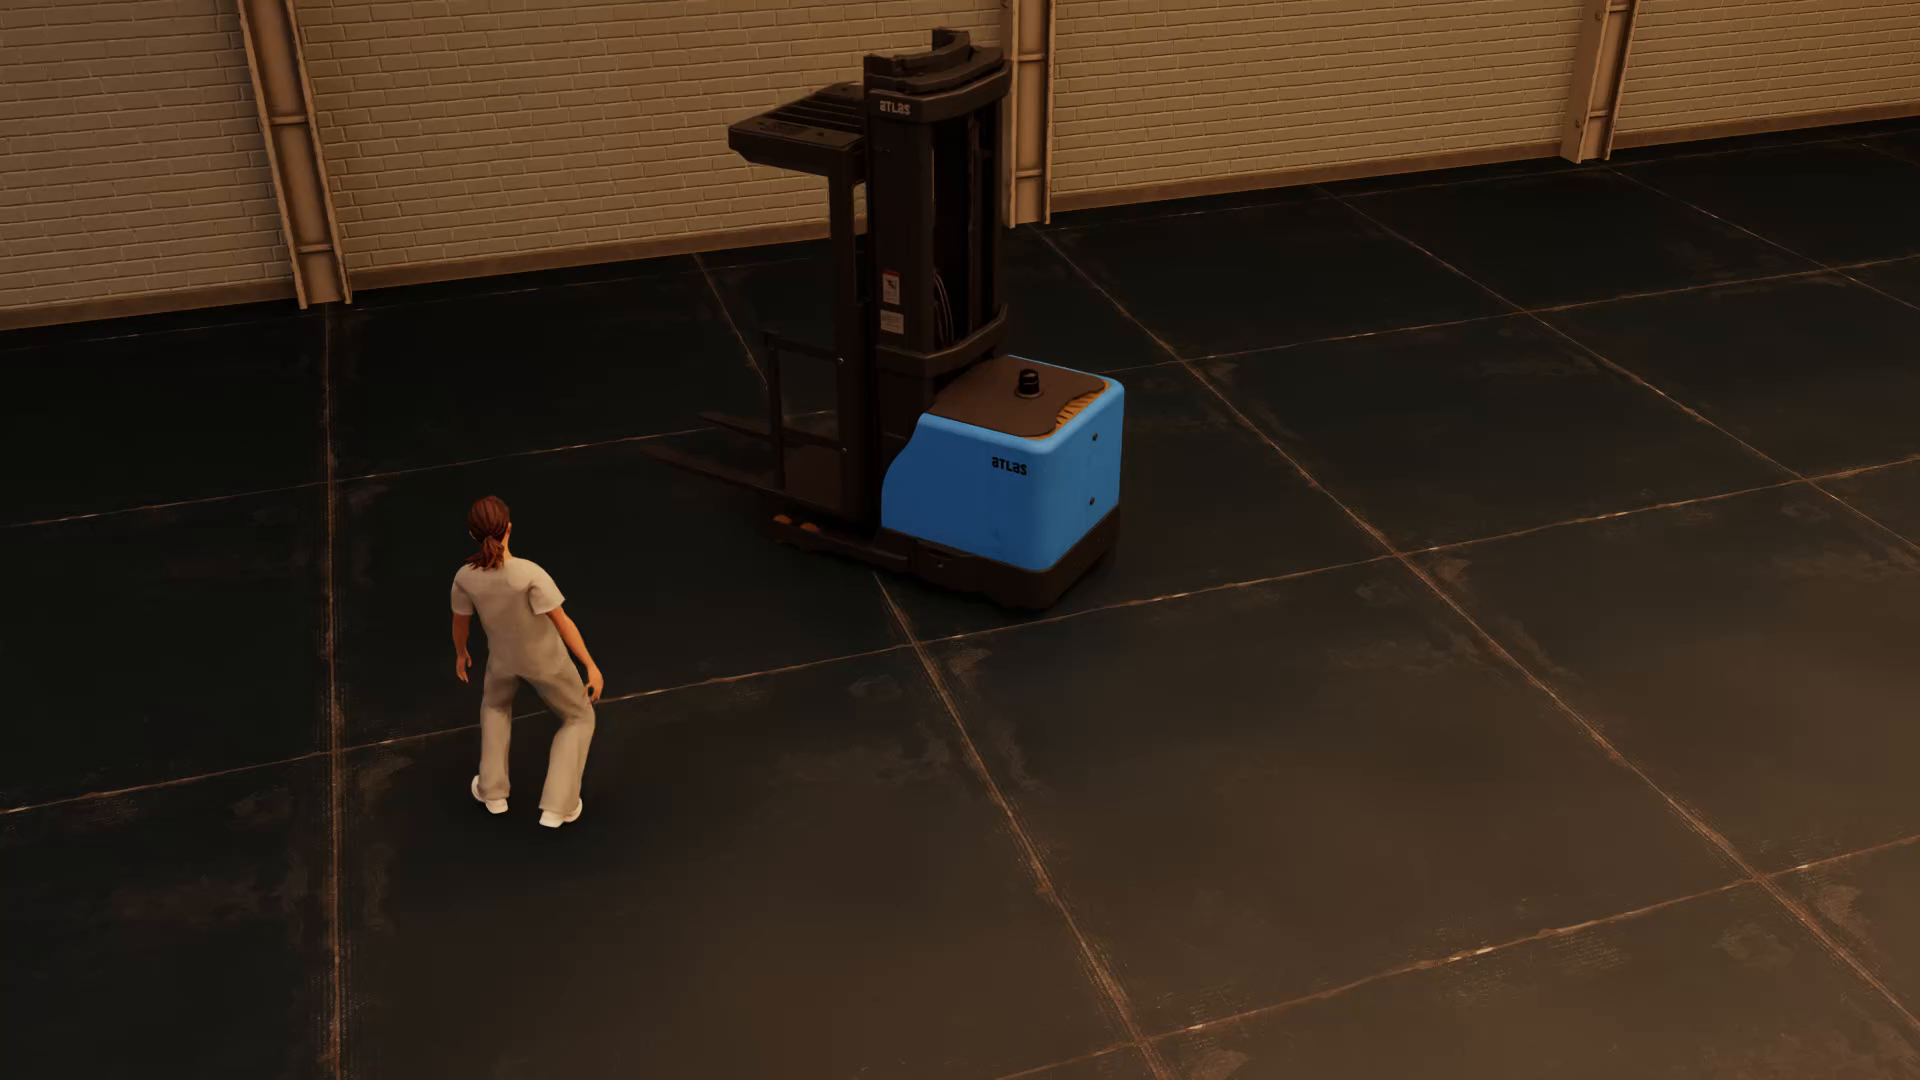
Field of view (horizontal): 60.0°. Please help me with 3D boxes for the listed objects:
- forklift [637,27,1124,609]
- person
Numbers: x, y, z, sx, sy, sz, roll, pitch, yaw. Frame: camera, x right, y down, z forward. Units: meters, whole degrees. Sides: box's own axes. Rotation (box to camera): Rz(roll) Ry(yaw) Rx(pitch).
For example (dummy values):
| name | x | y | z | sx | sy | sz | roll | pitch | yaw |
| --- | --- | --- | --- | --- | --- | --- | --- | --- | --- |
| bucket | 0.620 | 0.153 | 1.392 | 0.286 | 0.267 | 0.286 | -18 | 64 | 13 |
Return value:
| name | x | y | z | sx | sy | sz | roll | pitch | yaw |
| --- | --- | --- | --- | --- | --- | --- | --- | --- | --- |
| forklift | -0.584 | -1.412 | 9.542 | 3.031 | 2.935 | 1.130 | 16 | 34 | 26 |
| person | -1.965 | 0.570 | 7.444 | 0.799 | 1.598 | 0.477 | 8 | 31 | 13 |
